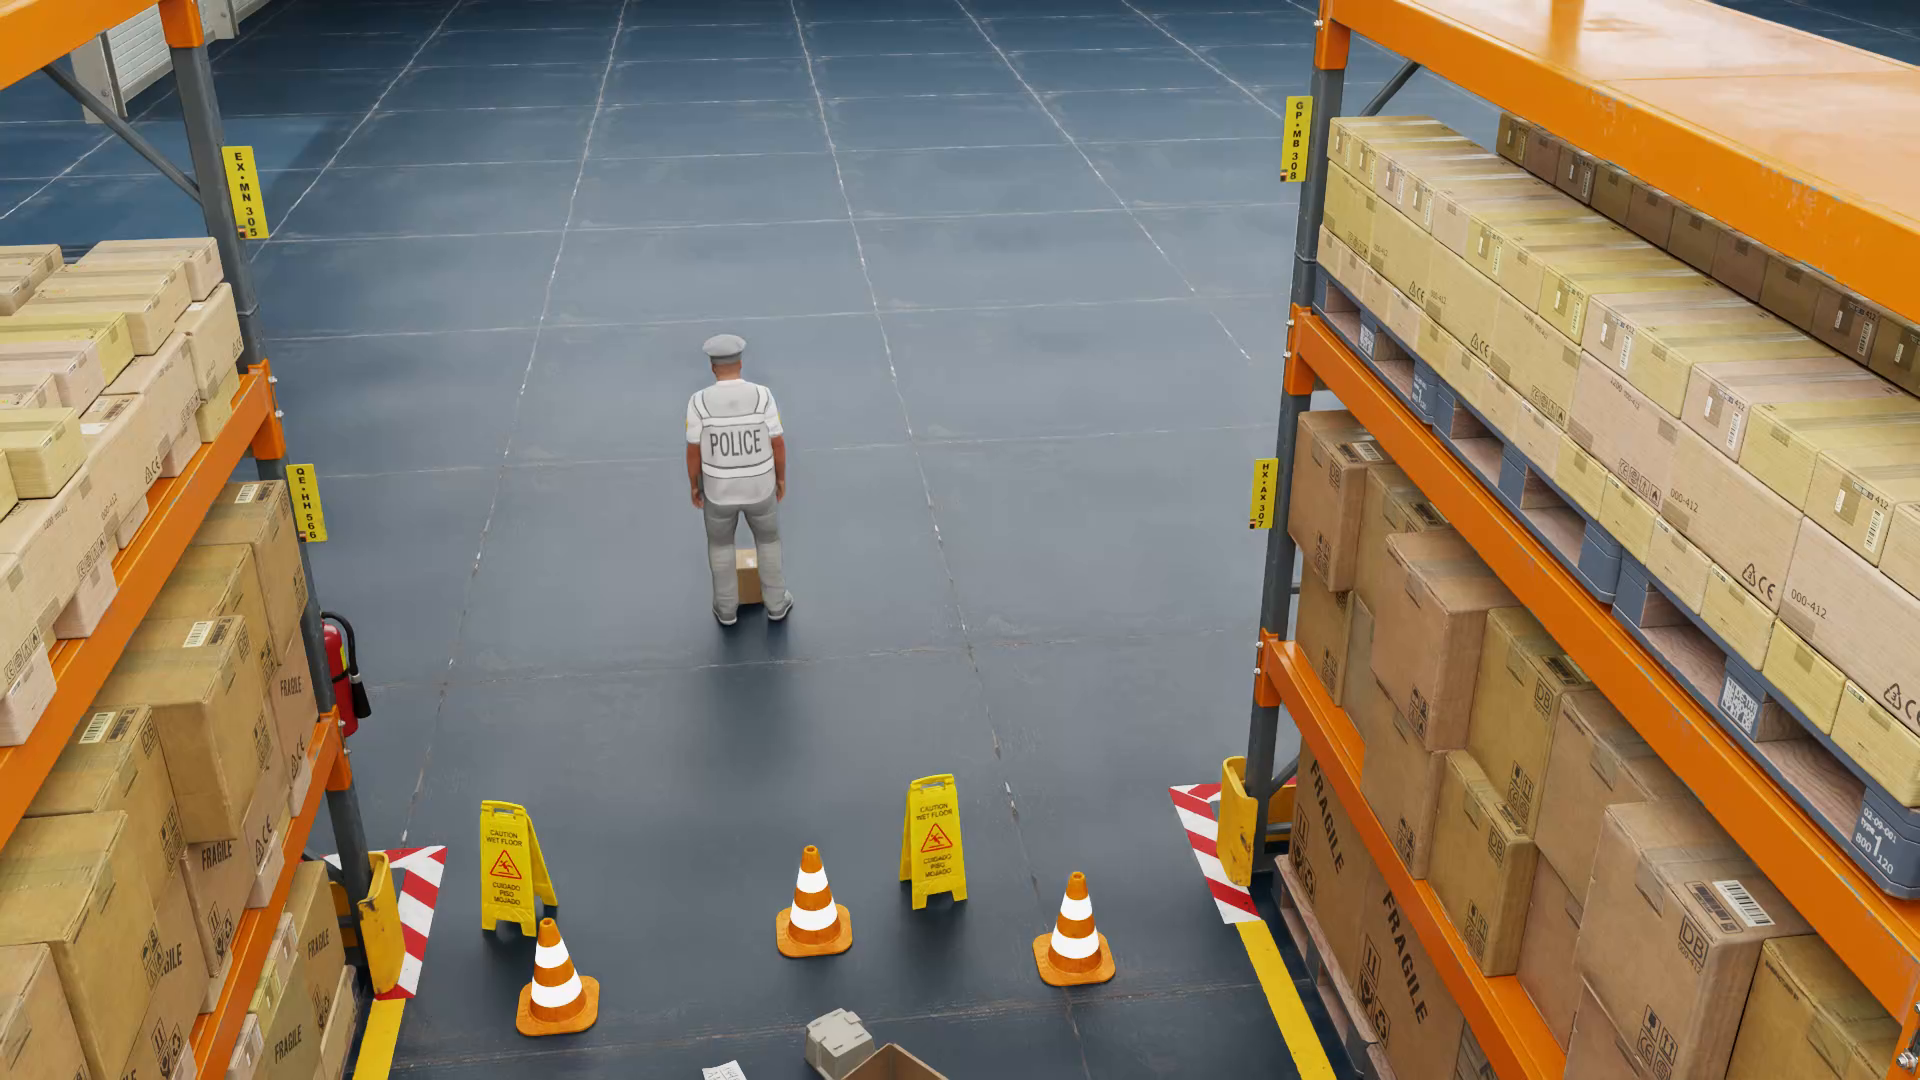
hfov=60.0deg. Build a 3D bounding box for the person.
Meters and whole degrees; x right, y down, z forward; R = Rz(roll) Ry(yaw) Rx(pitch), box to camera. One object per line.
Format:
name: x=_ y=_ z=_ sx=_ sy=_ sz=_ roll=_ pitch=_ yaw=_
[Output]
person: x=-1.294 y=-0.315 z=9.712 sx=0.580 sy=1.748 sz=0.434 roll=-5 pitch=27 yaw=-9
